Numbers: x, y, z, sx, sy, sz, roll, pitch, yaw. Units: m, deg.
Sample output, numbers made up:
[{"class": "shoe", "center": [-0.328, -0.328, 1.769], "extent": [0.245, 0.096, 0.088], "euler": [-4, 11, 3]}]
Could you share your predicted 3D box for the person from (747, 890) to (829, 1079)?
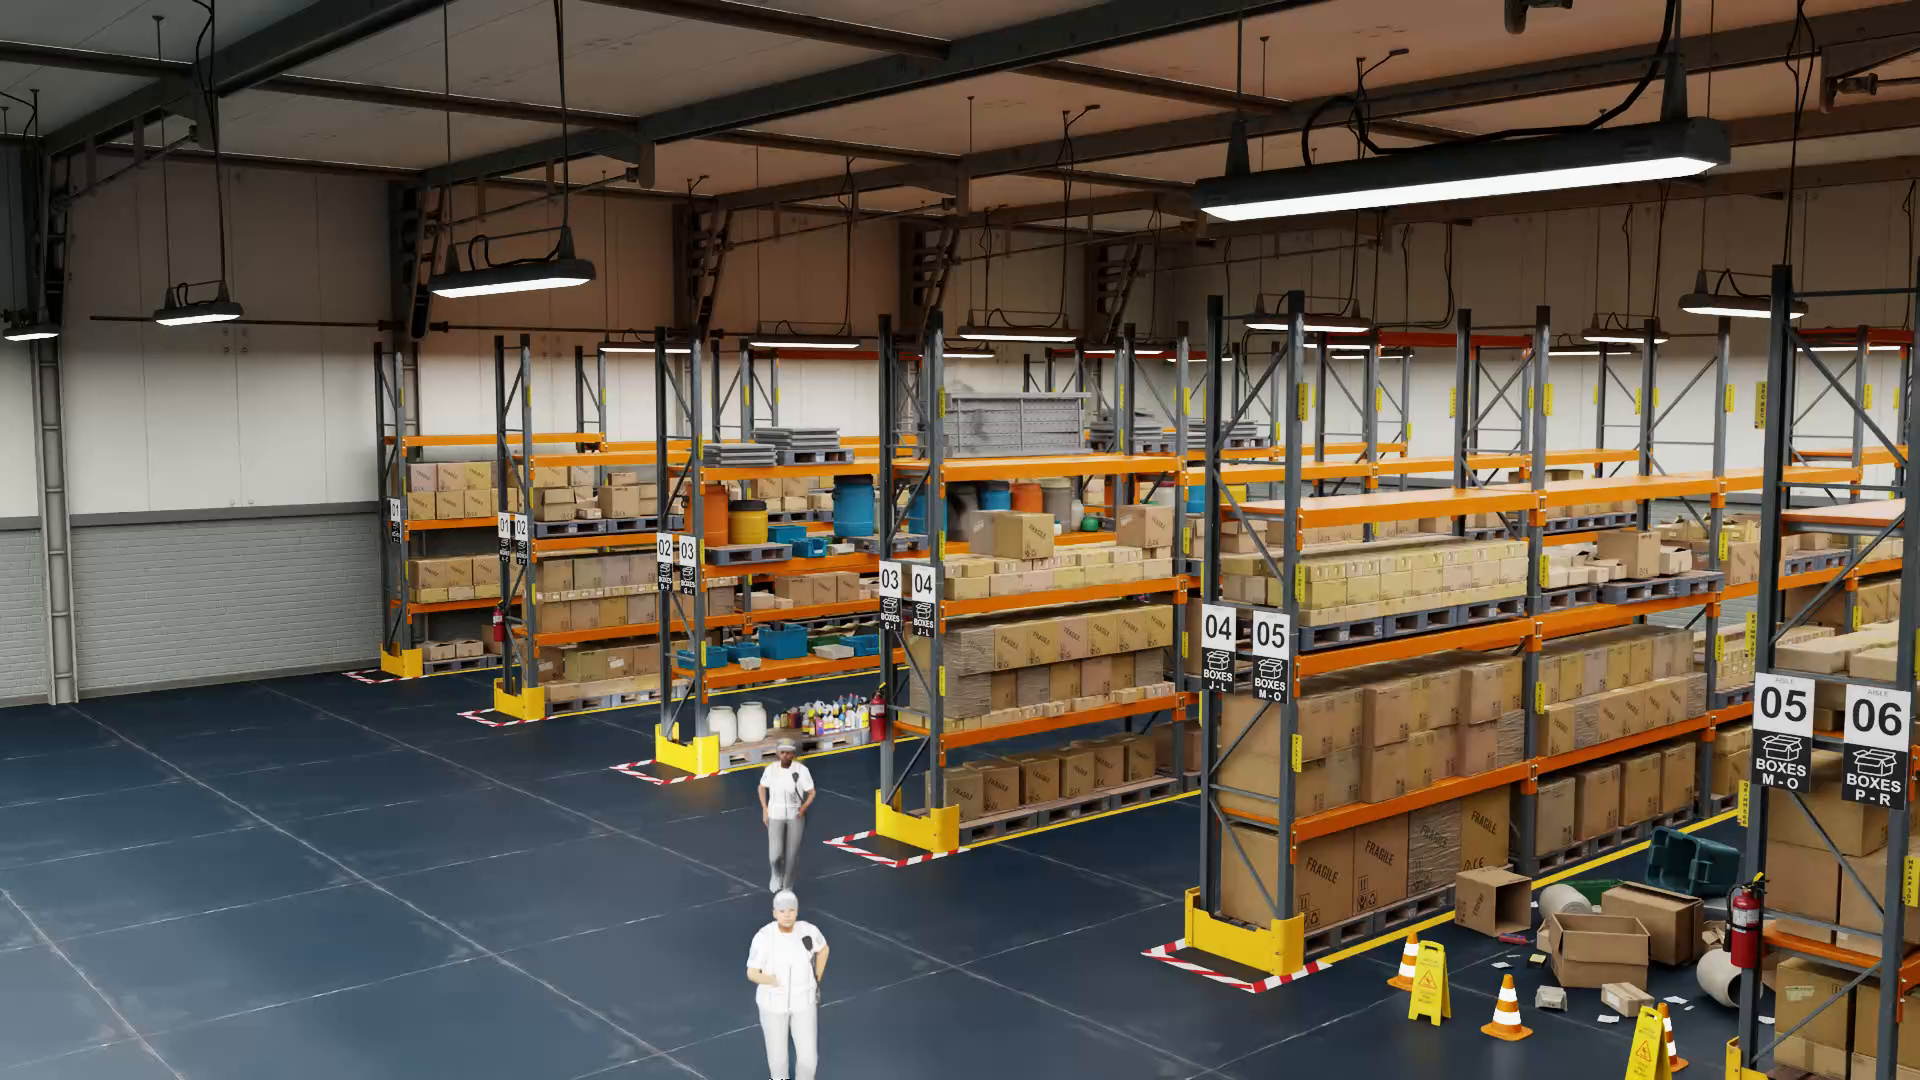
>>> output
[{"class": "person", "center": [-1.192, 3.299, 11.626], "extent": [0.586, 1.684, 0.652], "euler": [-1, 5, -8]}]

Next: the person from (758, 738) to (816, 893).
[{"class": "person", "center": [-1.746, 2.811, 16.779], "extent": [0.587, 1.665, 0.540], "euler": [0, 5, -4]}]
